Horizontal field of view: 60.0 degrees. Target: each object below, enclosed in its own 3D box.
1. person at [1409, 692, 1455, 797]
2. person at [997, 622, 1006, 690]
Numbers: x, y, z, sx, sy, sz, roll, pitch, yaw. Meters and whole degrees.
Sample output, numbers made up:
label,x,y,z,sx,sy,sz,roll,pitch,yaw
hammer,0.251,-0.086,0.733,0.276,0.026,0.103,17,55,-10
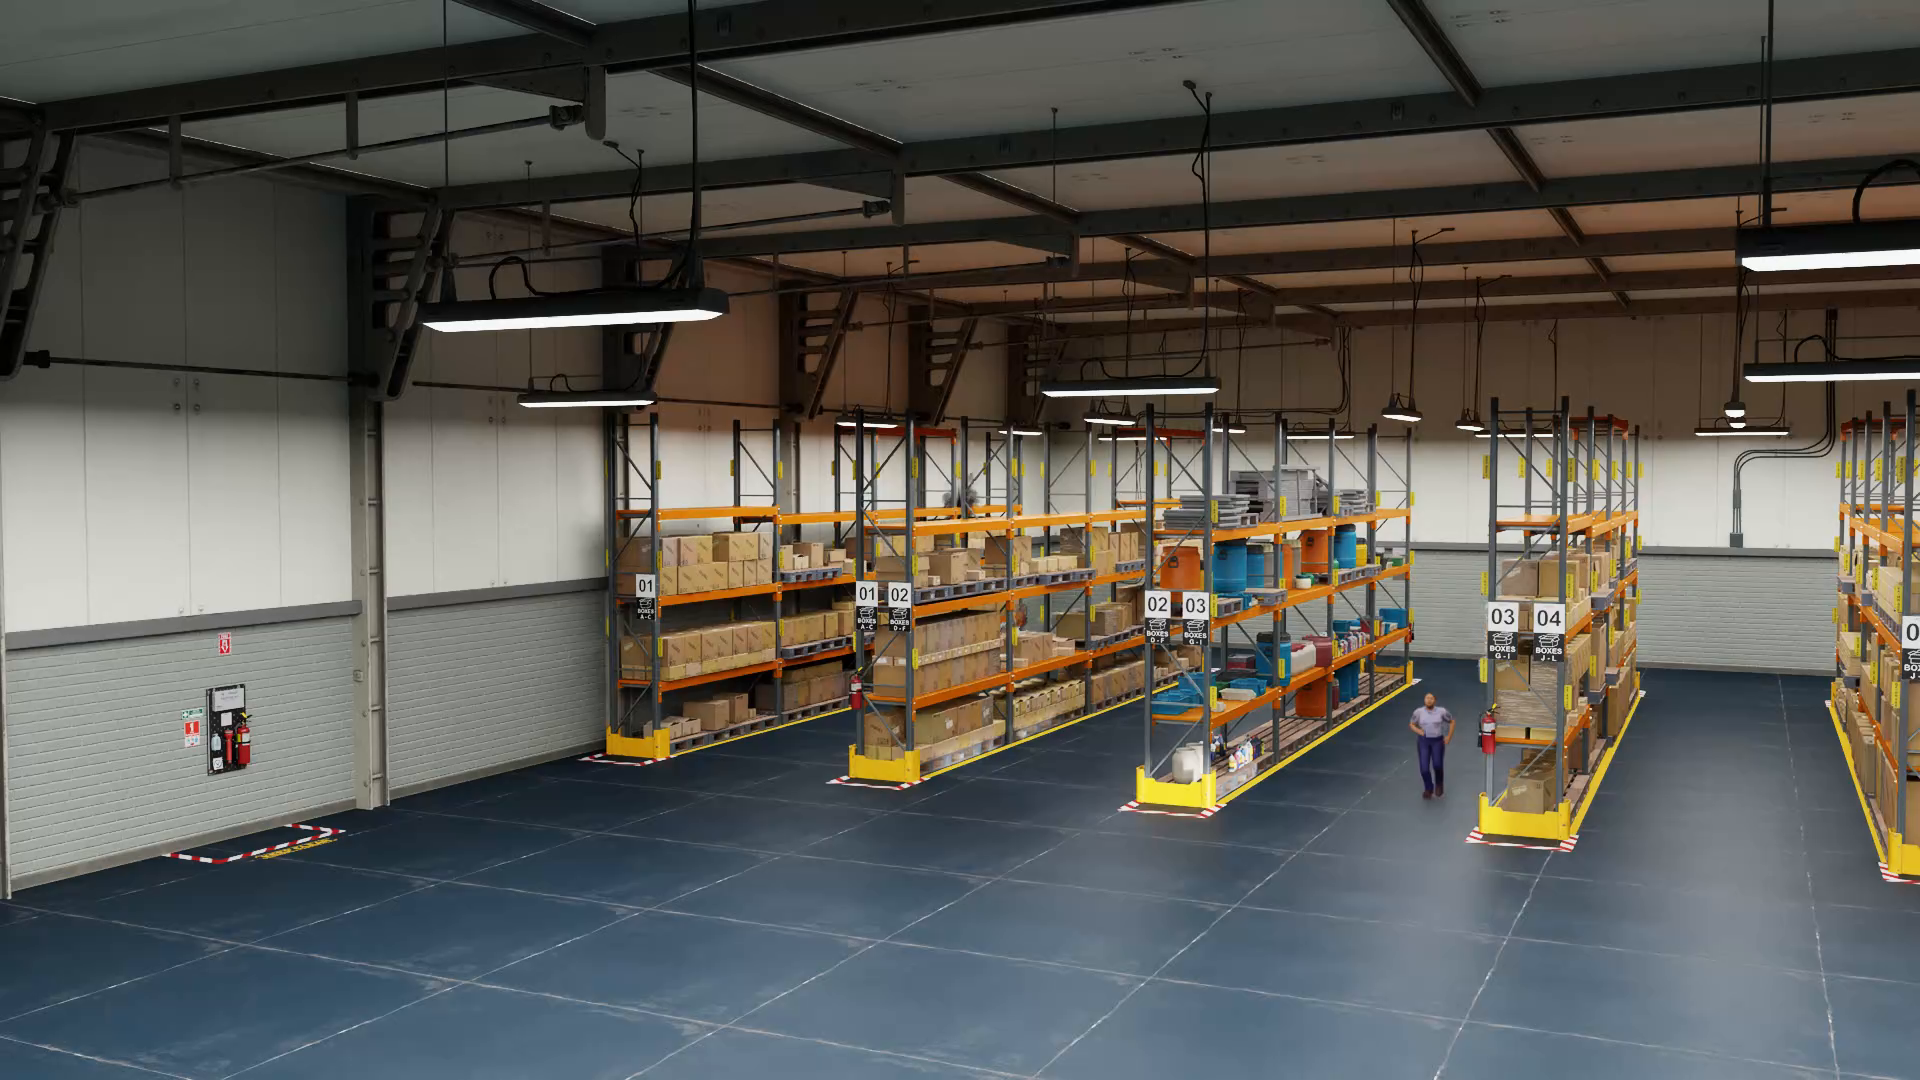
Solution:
label,x,y,z,sx,sy,sz,roll,pitch,yaw
person,7.153,3.120,25.275,0.661,1.617,0.570,1,3,22
person,0.863,2.653,35.281,0.721,1.822,0.729,1,3,28
